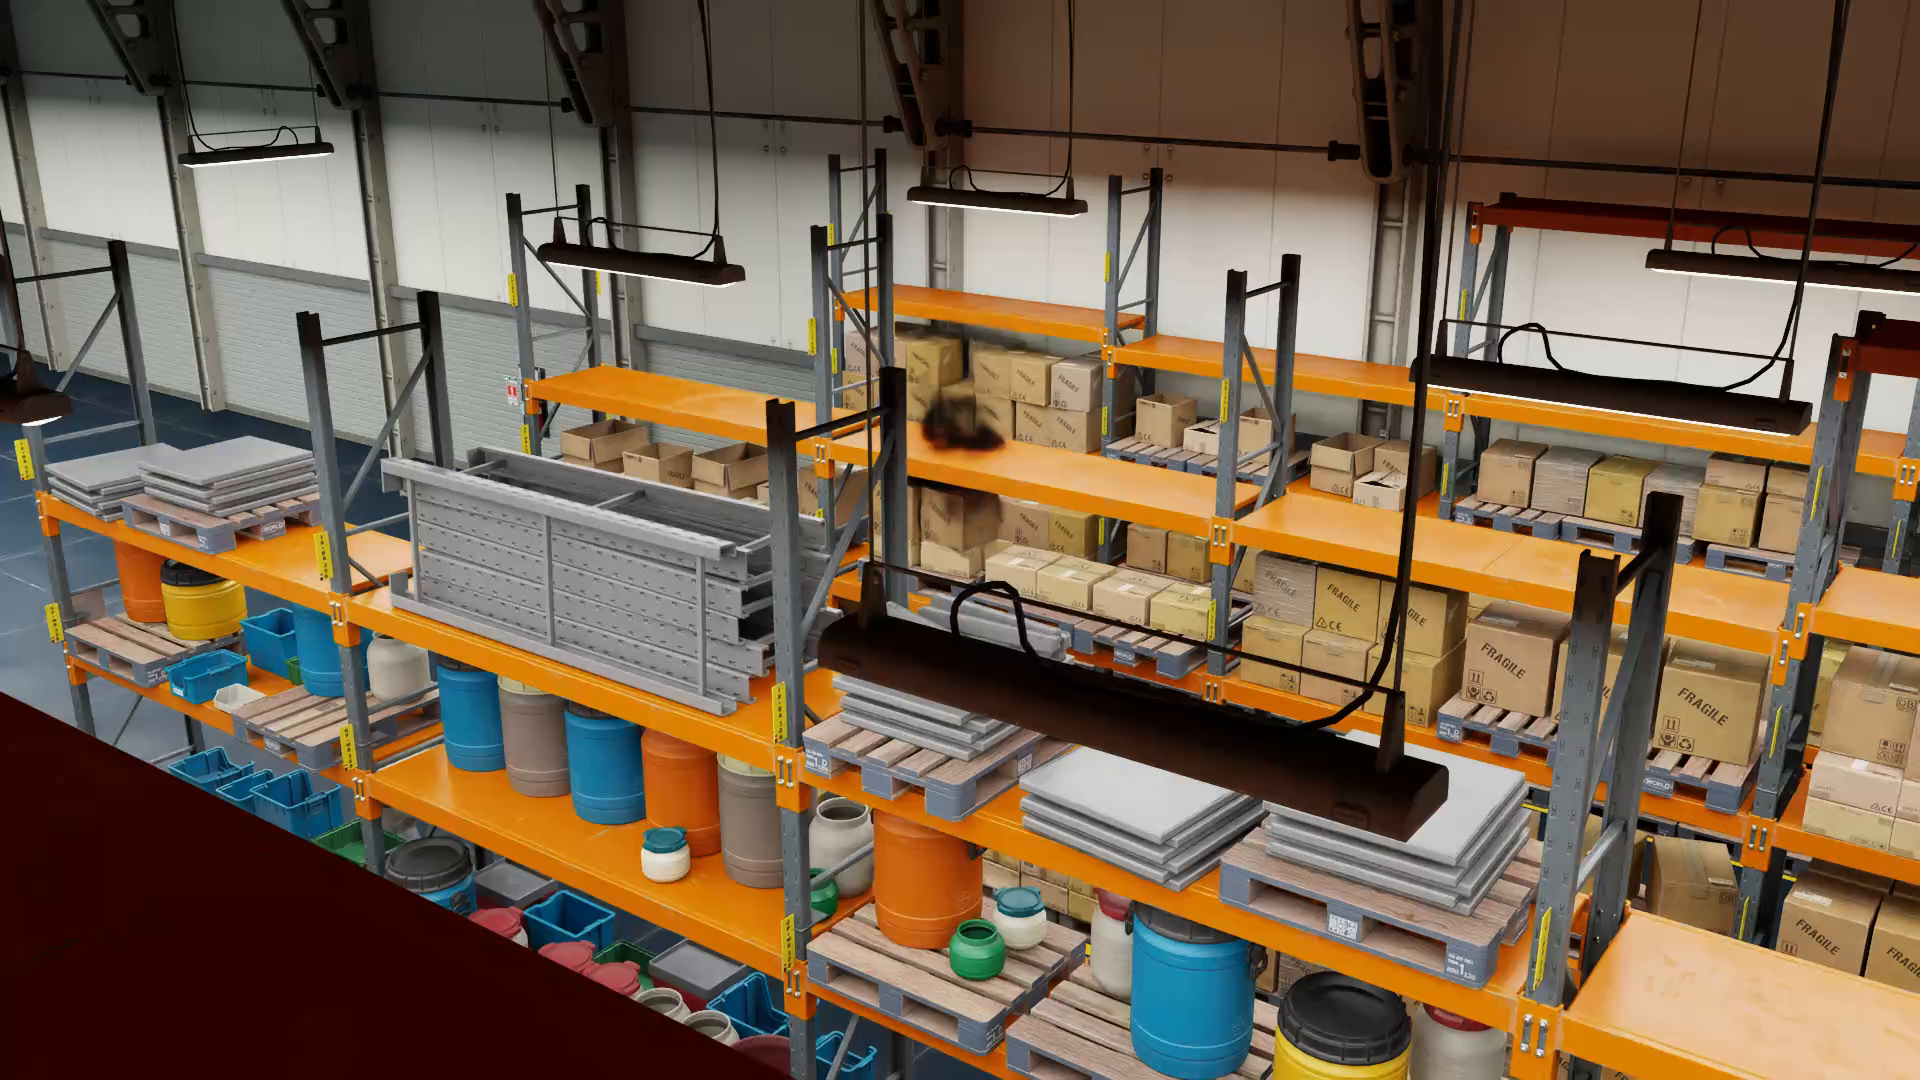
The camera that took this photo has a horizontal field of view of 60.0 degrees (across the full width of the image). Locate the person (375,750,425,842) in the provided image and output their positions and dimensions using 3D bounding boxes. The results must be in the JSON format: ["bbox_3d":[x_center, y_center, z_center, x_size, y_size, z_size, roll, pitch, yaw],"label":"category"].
[{"bbox_3d":[-5.177,2.397,15.420,0.571,1.626,0.619,12,22,32],"label":"person"}]
